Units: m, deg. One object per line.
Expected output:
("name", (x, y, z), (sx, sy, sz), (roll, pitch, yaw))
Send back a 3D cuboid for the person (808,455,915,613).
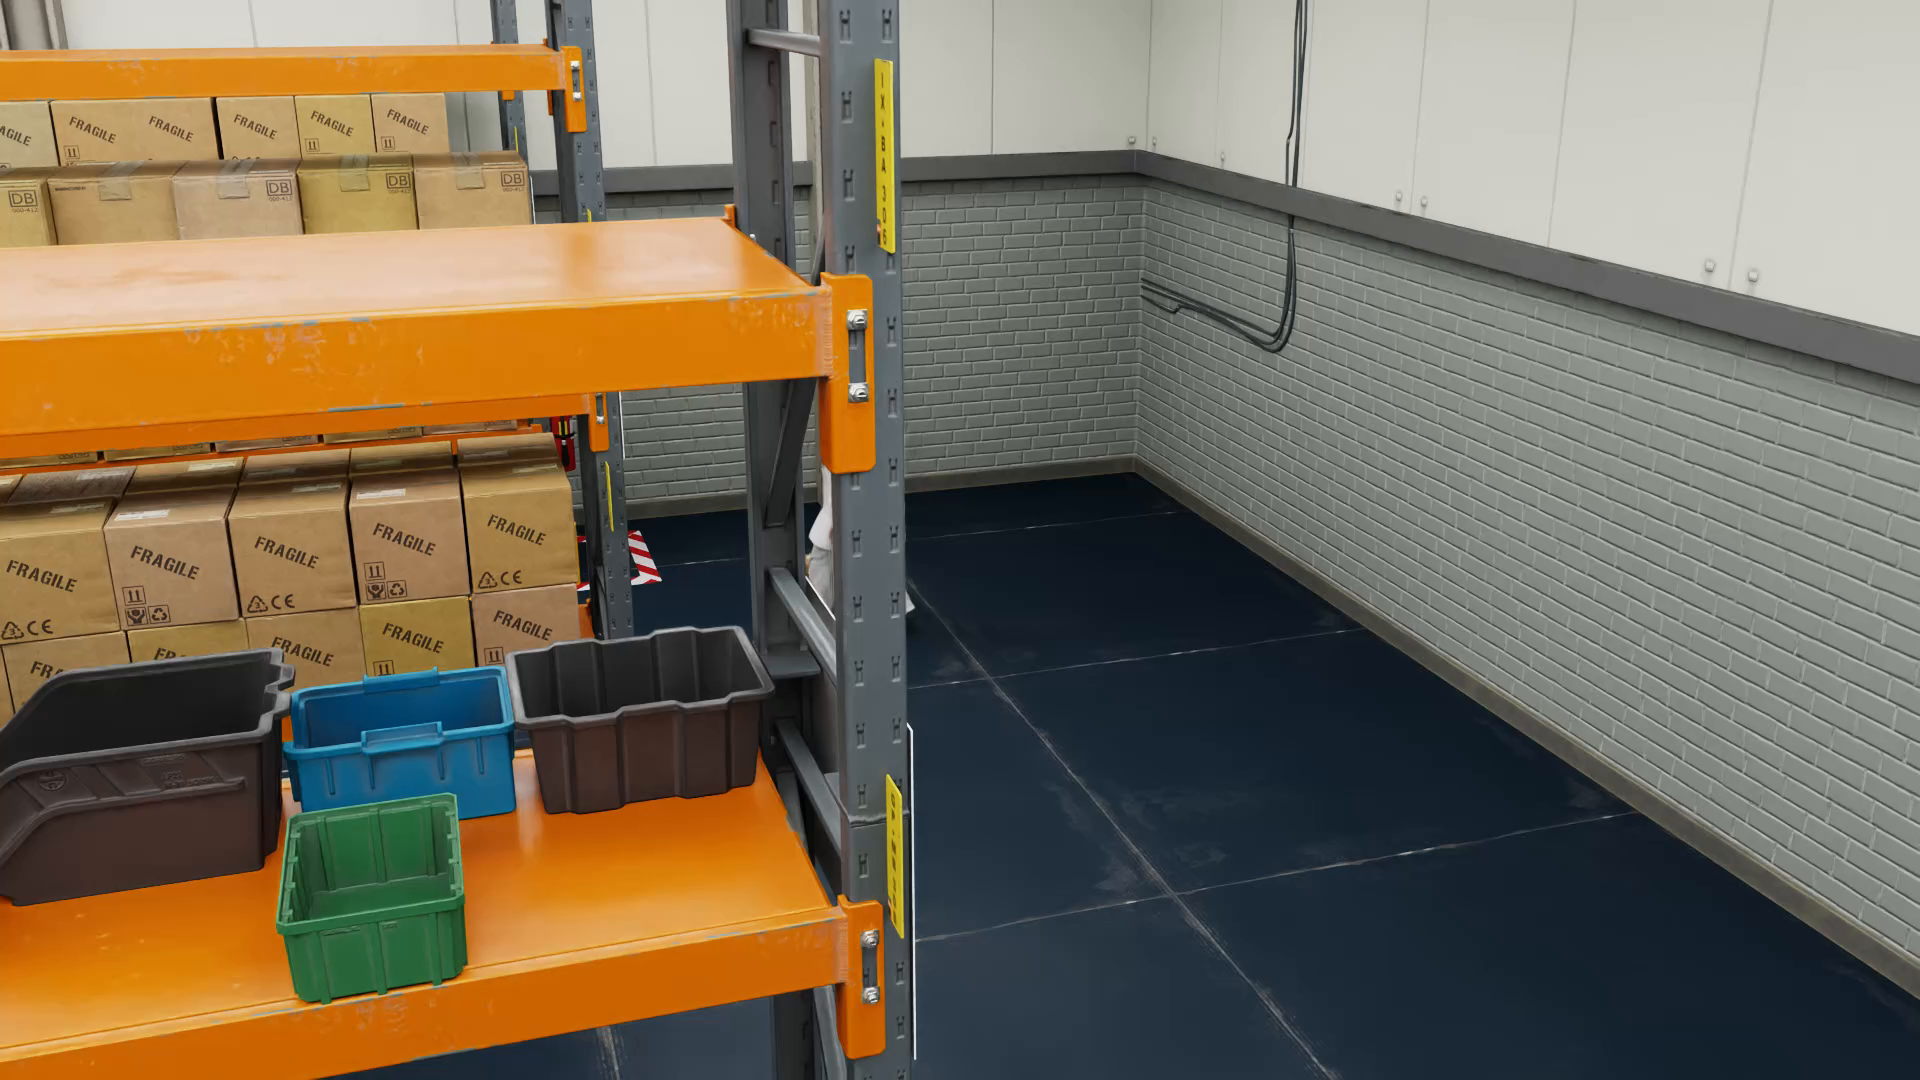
("person", (-0.819, -0.193, 12.130), (0.923, 1.753, 0.628), (12, 22, 30))
